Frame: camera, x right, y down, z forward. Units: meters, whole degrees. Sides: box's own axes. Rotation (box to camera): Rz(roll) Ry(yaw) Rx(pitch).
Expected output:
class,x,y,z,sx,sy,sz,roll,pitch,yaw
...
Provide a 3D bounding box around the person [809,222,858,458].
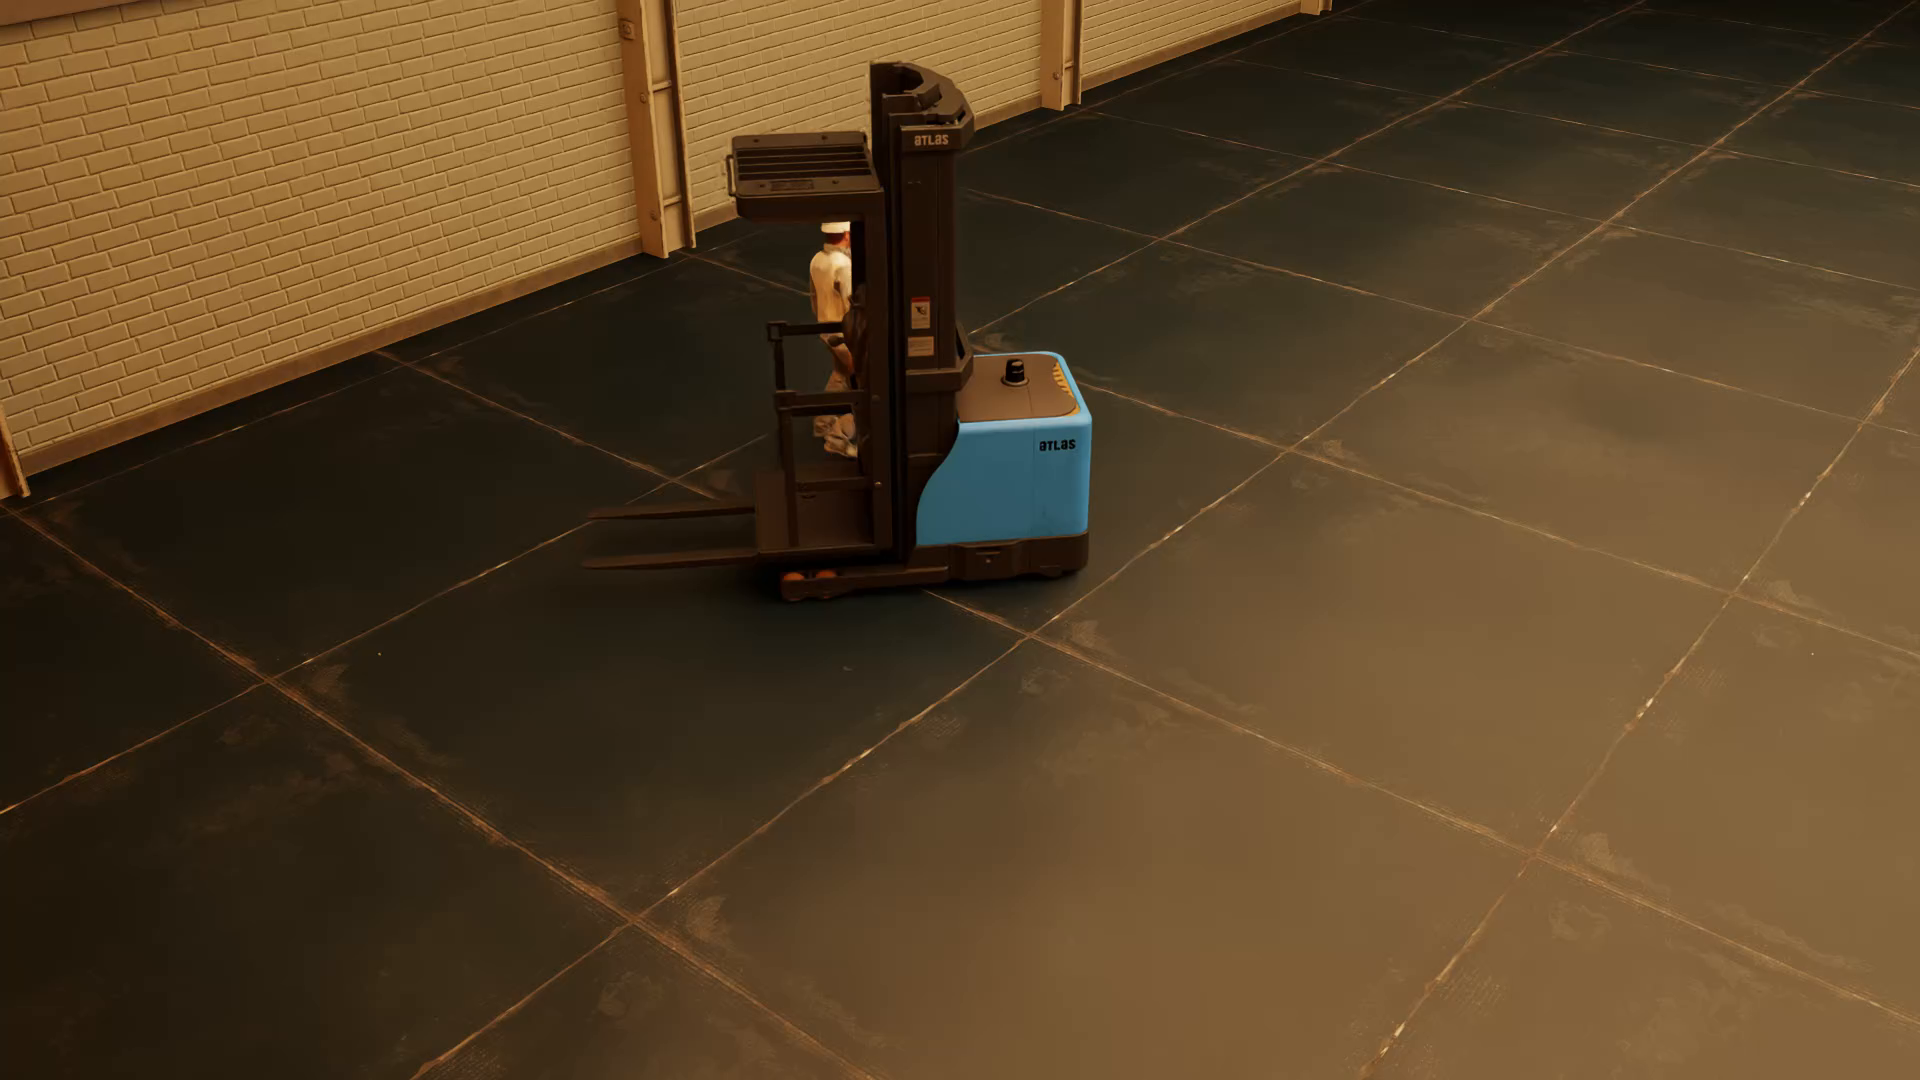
class,x,y,z,sx,sy,sz,roll,pitch,yaw
person,-0.787,-1.384,11.203,0.482,1.692,0.870,-14,33,-23

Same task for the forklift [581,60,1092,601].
class,x,y,z,sx,sy,sz,roll,pitch,yaw
forklift,-0.777,-1.186,9.624,3.031,2.935,1.130,-4,31,-7
